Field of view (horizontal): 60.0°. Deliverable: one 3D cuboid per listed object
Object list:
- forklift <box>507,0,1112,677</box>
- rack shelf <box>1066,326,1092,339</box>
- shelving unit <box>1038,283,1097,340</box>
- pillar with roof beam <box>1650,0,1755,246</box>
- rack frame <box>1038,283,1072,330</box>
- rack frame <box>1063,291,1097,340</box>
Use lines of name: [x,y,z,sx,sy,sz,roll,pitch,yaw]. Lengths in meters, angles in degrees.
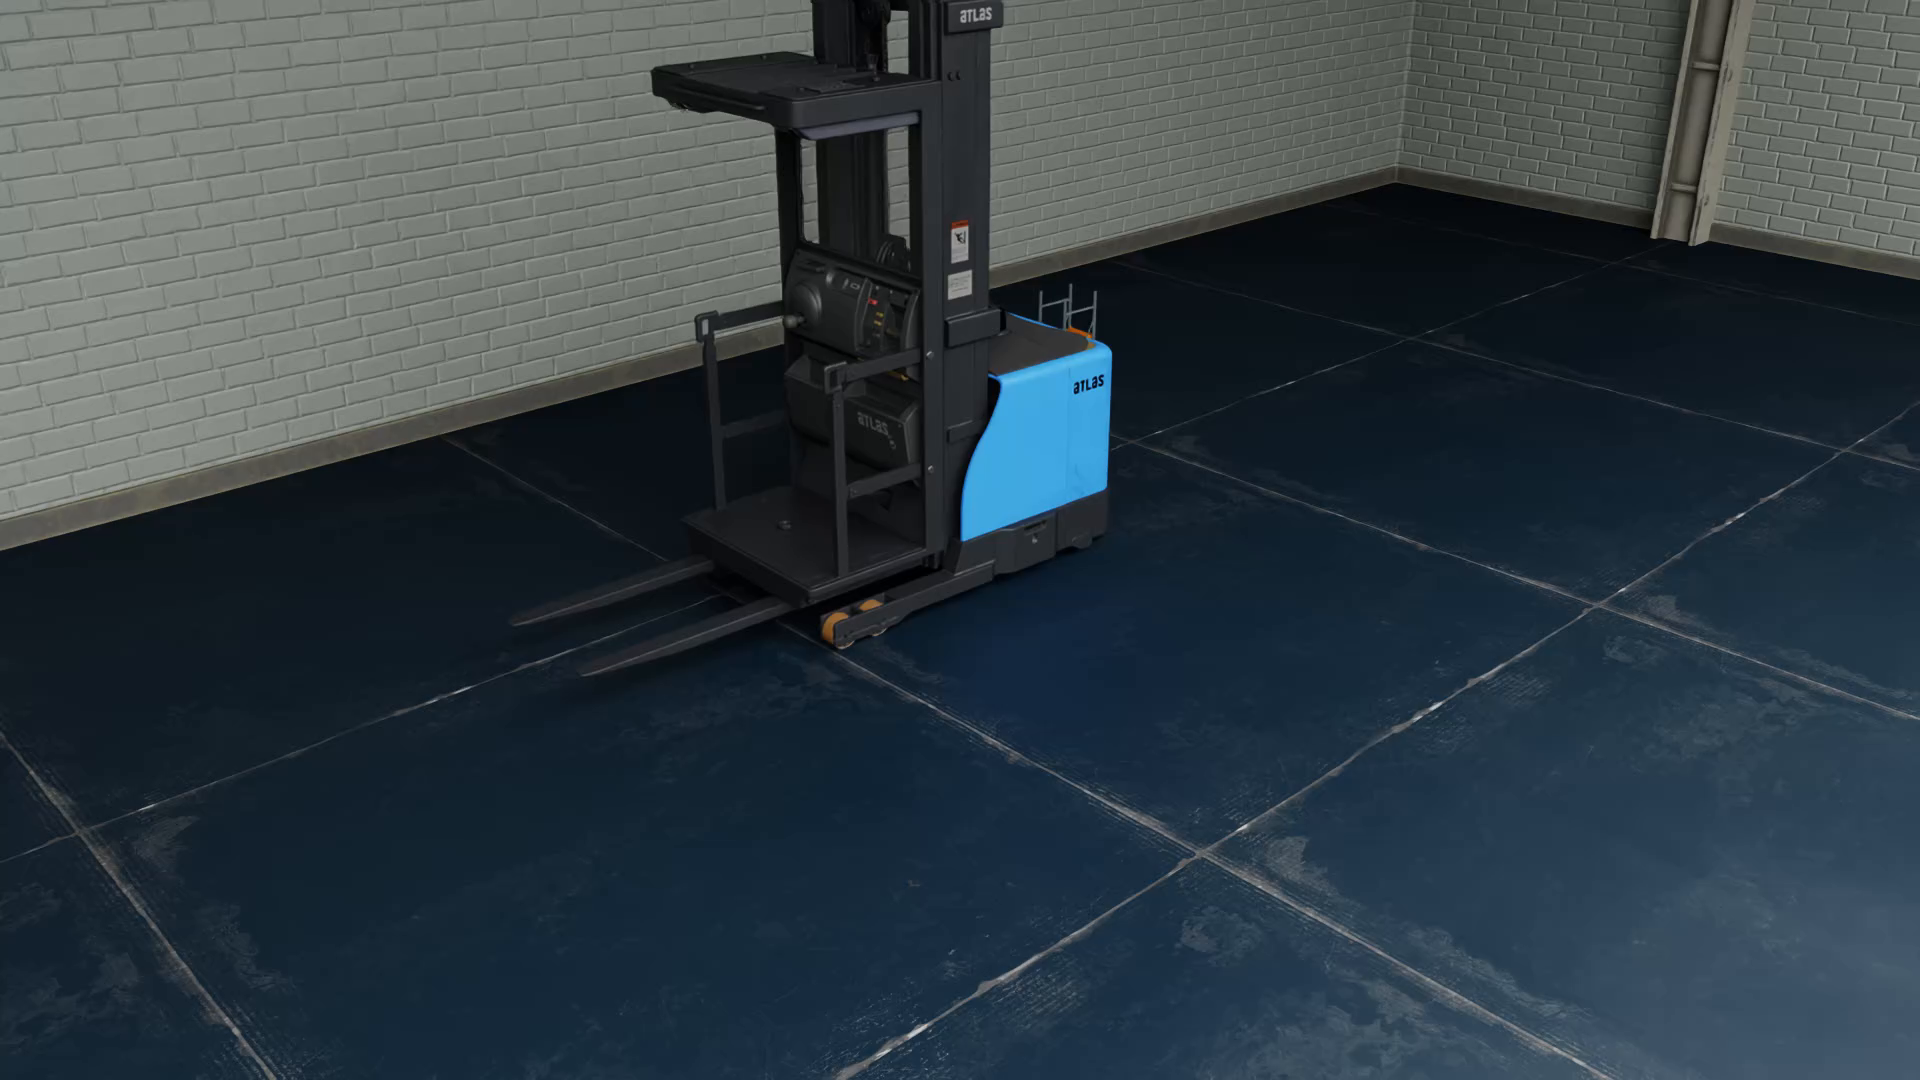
forklift: [-0.664,-1.078,7.581,3.031,2.935,1.130,-20,31,-37]
rack shelf: [0.565,-1.046,8.834,0.258,0.103,0.180,-20,31,-37]
shelving unit: [0.564,-0.758,8.964,0.258,1.200,0.189,-20,31,-37]
pillar with roof beam: [3.137,-5.501,9.967,9.100,9.000,0.400,-21,32,-38]
rack frame: [0.503,-0.787,9.027,0.240,1.200,0.006,-20,31,-37]
rack frame: [0.624,-0.730,8.901,0.240,1.200,0.006,-20,31,-37]
